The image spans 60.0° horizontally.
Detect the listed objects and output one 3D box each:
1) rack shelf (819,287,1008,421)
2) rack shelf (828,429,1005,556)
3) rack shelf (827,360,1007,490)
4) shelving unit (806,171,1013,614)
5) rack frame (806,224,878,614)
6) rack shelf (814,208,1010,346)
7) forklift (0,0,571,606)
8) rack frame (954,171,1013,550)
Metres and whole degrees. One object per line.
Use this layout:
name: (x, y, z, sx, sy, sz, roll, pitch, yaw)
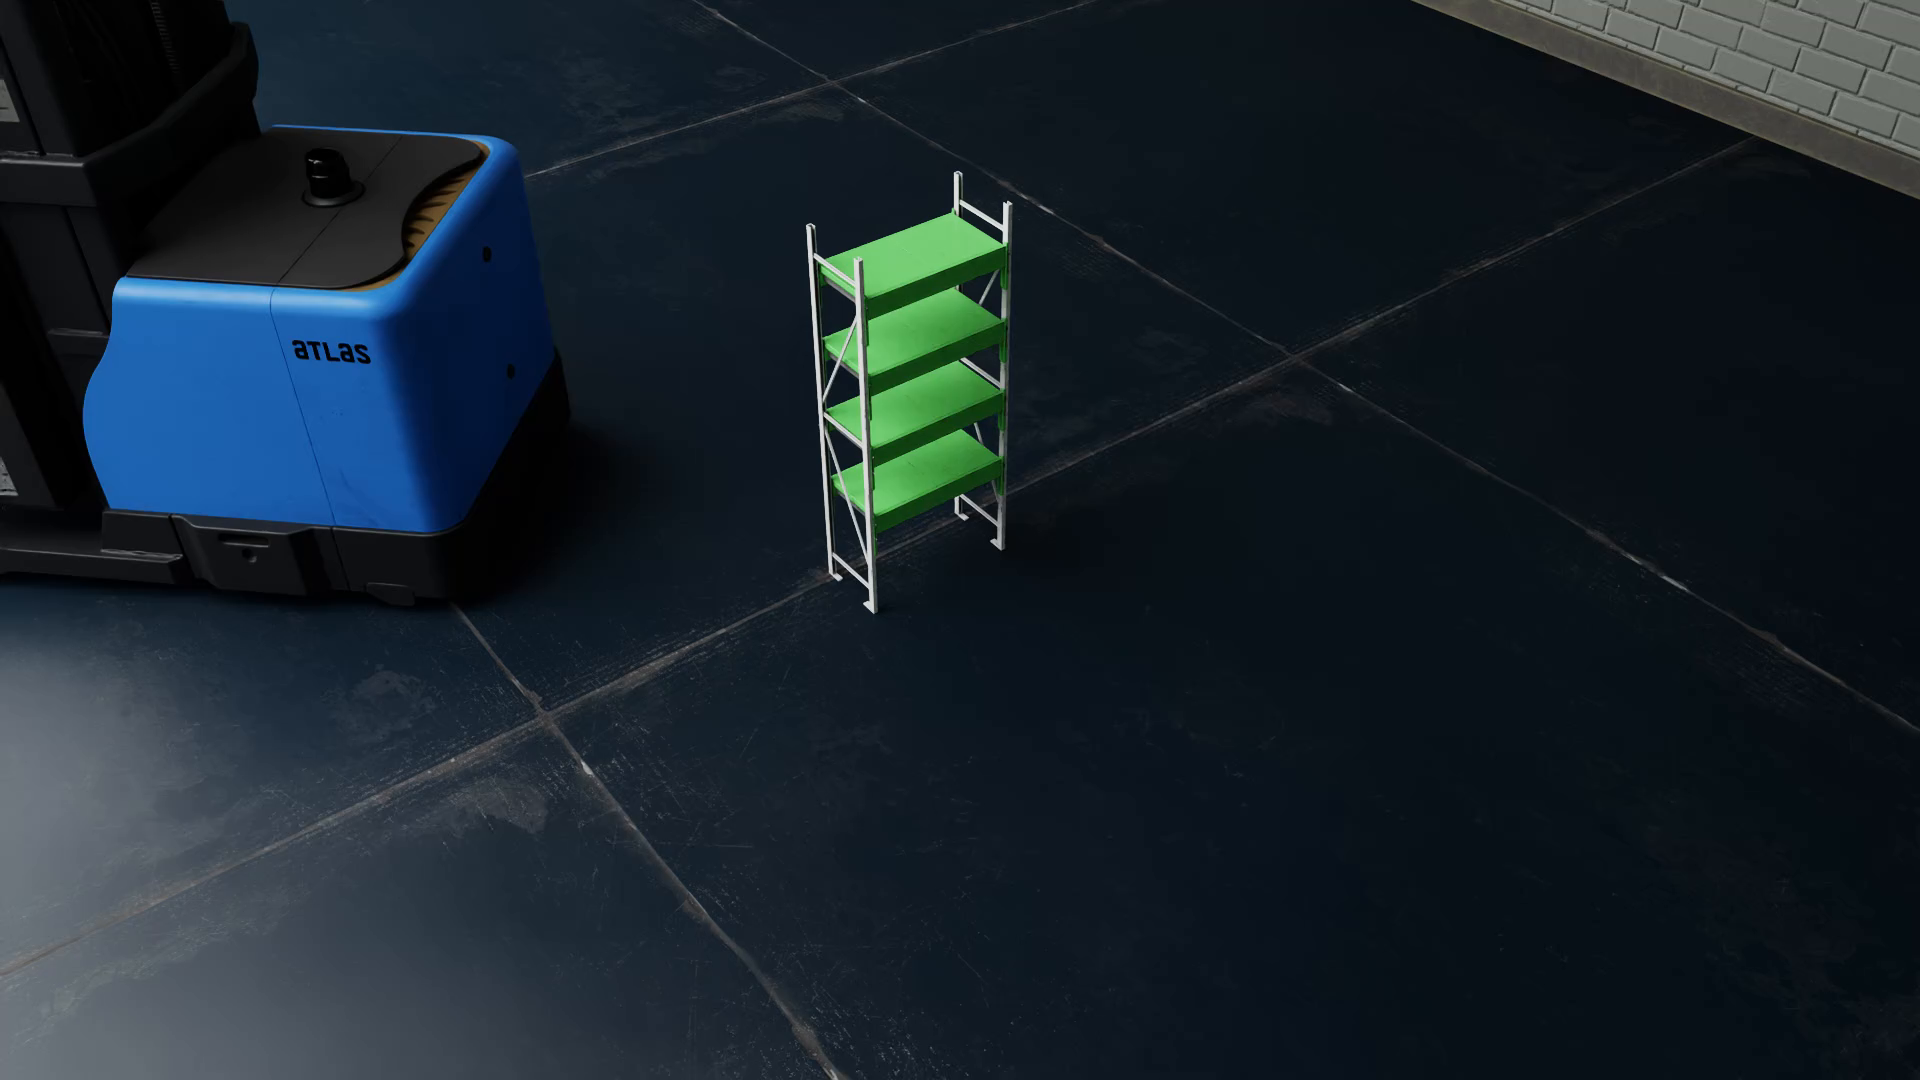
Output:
rack shelf: (-0.131, -0.536, 4.680, 0.480, 0.148, 0.258, -26, 46, -28)
rack shelf: (-0.131, -0.165, 4.984, 0.480, 0.148, 0.258, -26, 46, -28)
rack shelf: (-0.131, -0.351, 4.832, 0.480, 0.148, 0.258, -26, 46, -28)
shelving unit: (-0.131, -0.400, 4.791, 0.503, 1.200, 0.258, -26, 46, -28)
rack frame: (-0.325, -0.306, 4.677, 0.015, 1.200, 0.240, -26, 46, -28)
rack shelf: (-0.131, -0.722, 4.528, 0.480, 0.148, 0.258, -26, 46, -28)
forklift: (-2.879, -1.341, 4.574, 3.031, 2.935, 1.130, 4, 40, 5)
rack frame: (0.062, -0.494, 4.906, 0.015, 1.200, 0.240, -26, 46, -28)
